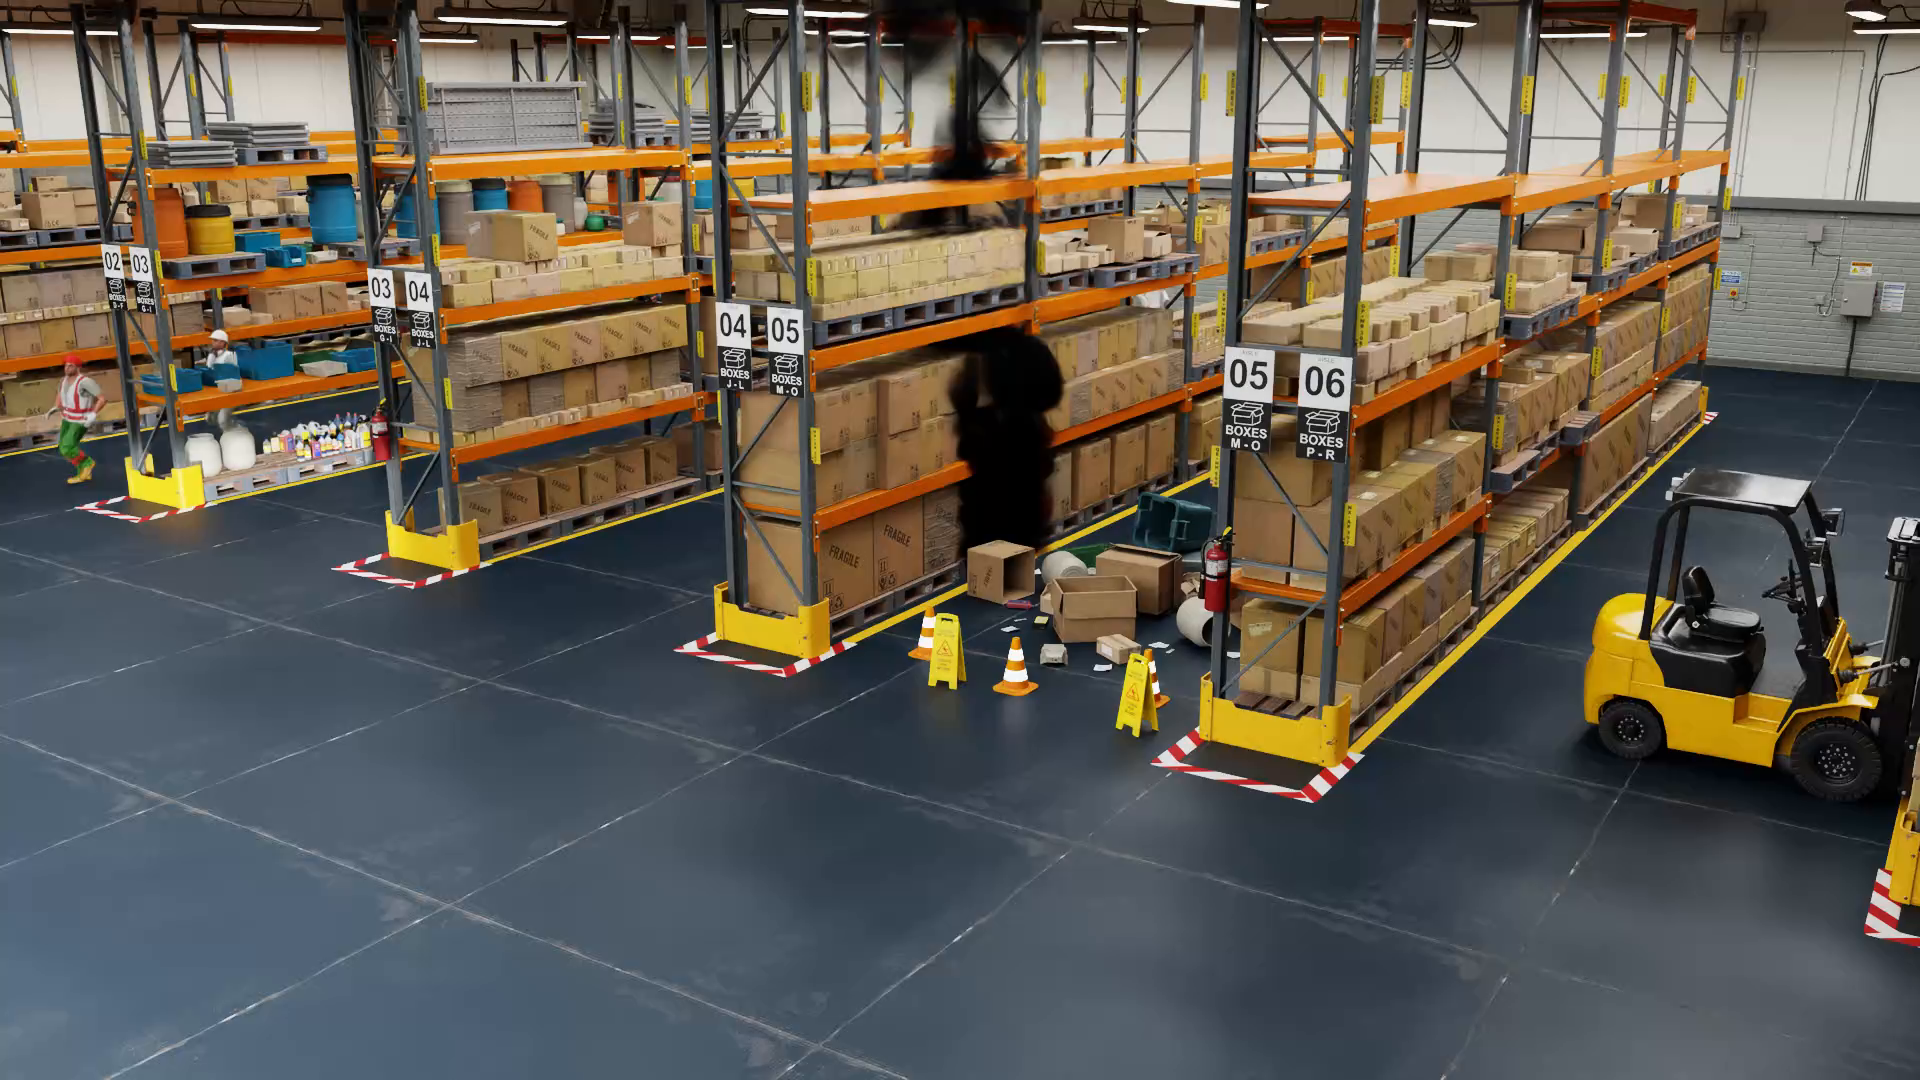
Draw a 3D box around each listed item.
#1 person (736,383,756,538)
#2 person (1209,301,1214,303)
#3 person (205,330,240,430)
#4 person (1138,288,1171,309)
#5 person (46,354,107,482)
[{"bbox_3d":[-2.271,-0.864,18.175,0.549,1.708,0.645,3,16,12],"label":"person"},{"bbox_3d":[4.207,-3.177,27.687,0.517,1.599,0.678,10,18,32],"label":"person"},{"bbox_3d":[-10.448,-2.113,23.584,0.643,1.726,0.577,7,17,24],"label":"person"},{"bbox_3d":[3.720,-4.417,31.891,0.655,1.748,0.748,15,21,42],"label":"person"},{"bbox_3d":[-11.492,-1.551,21.571,0.718,1.720,0.533,8,17,26],"label":"person"}]
